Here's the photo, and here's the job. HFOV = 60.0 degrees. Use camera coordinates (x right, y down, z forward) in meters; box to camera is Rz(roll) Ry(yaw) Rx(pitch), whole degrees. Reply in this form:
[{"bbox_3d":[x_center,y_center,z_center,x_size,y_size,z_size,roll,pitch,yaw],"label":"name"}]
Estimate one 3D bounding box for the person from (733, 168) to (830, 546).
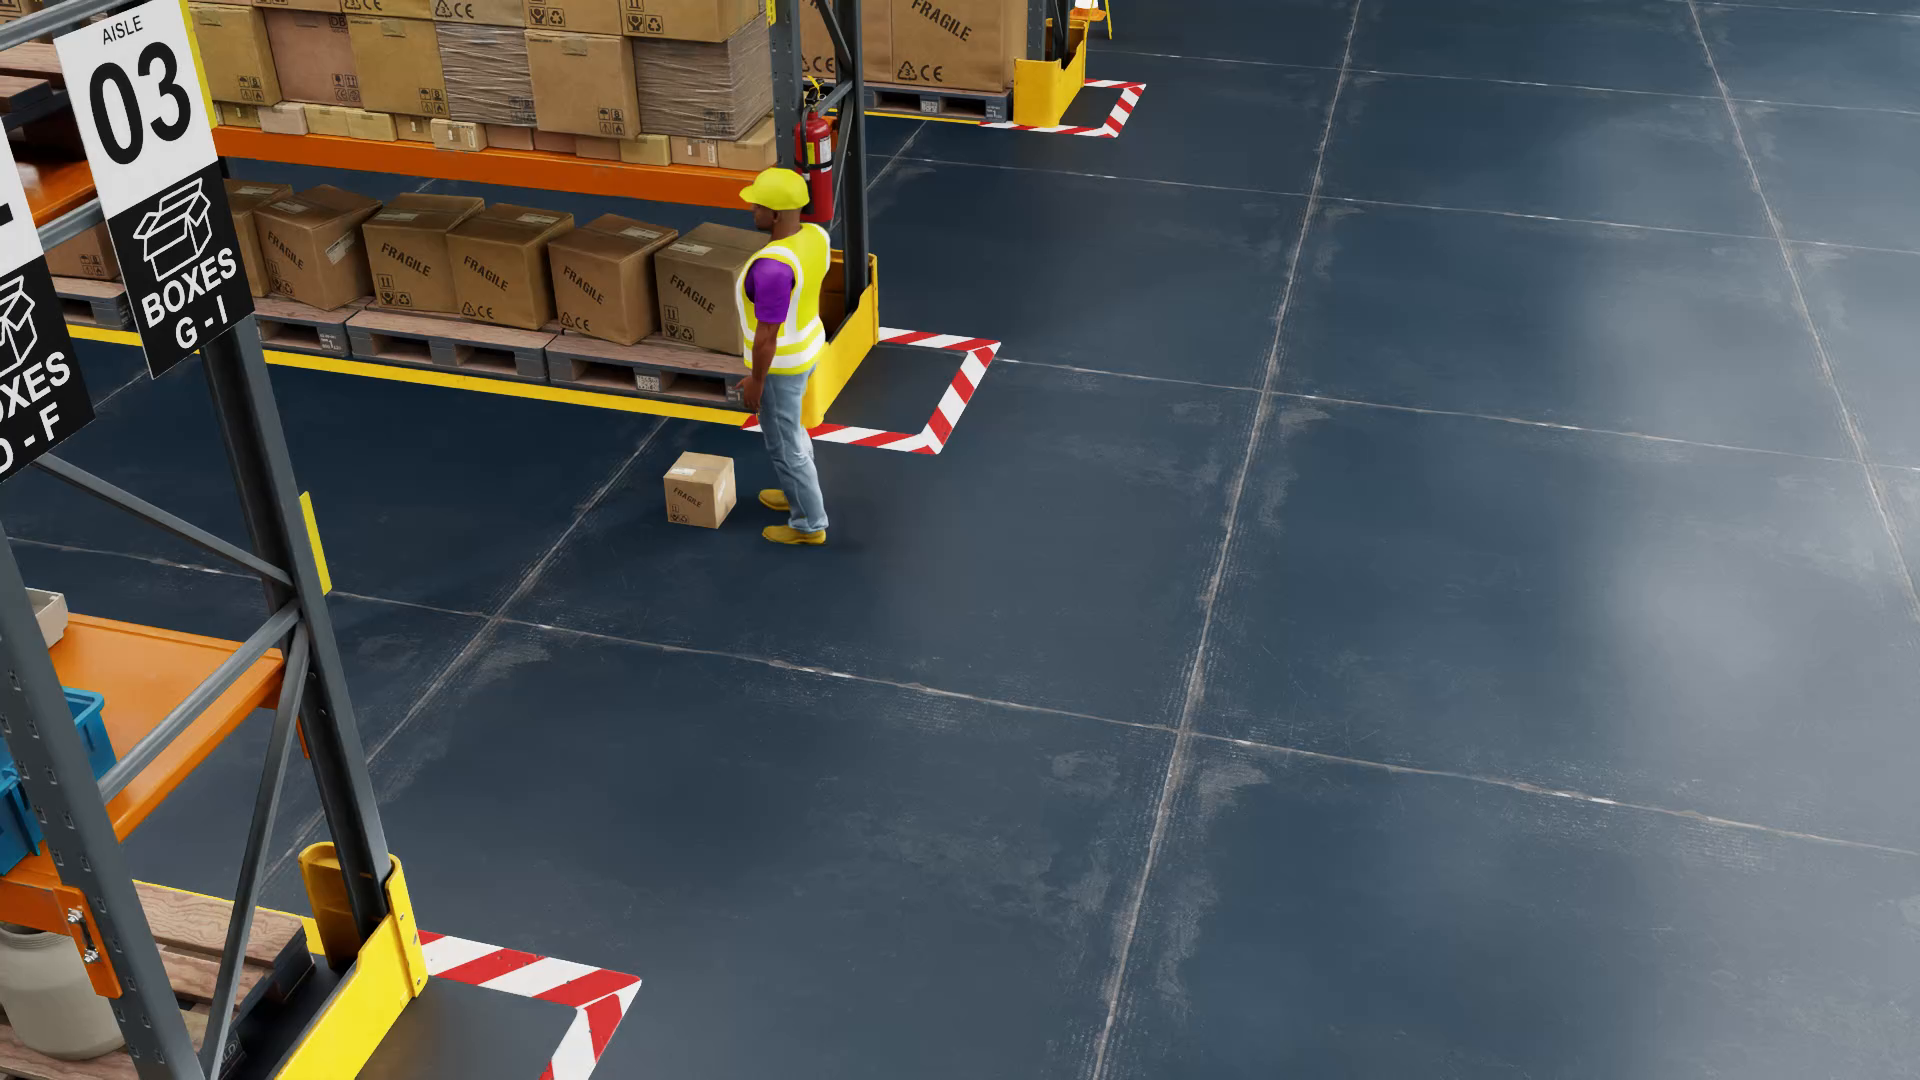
[{"bbox_3d":[-0.800,-0.802,7.391,0.437,1.770,0.564,9,34,13],"label":"person"}]
